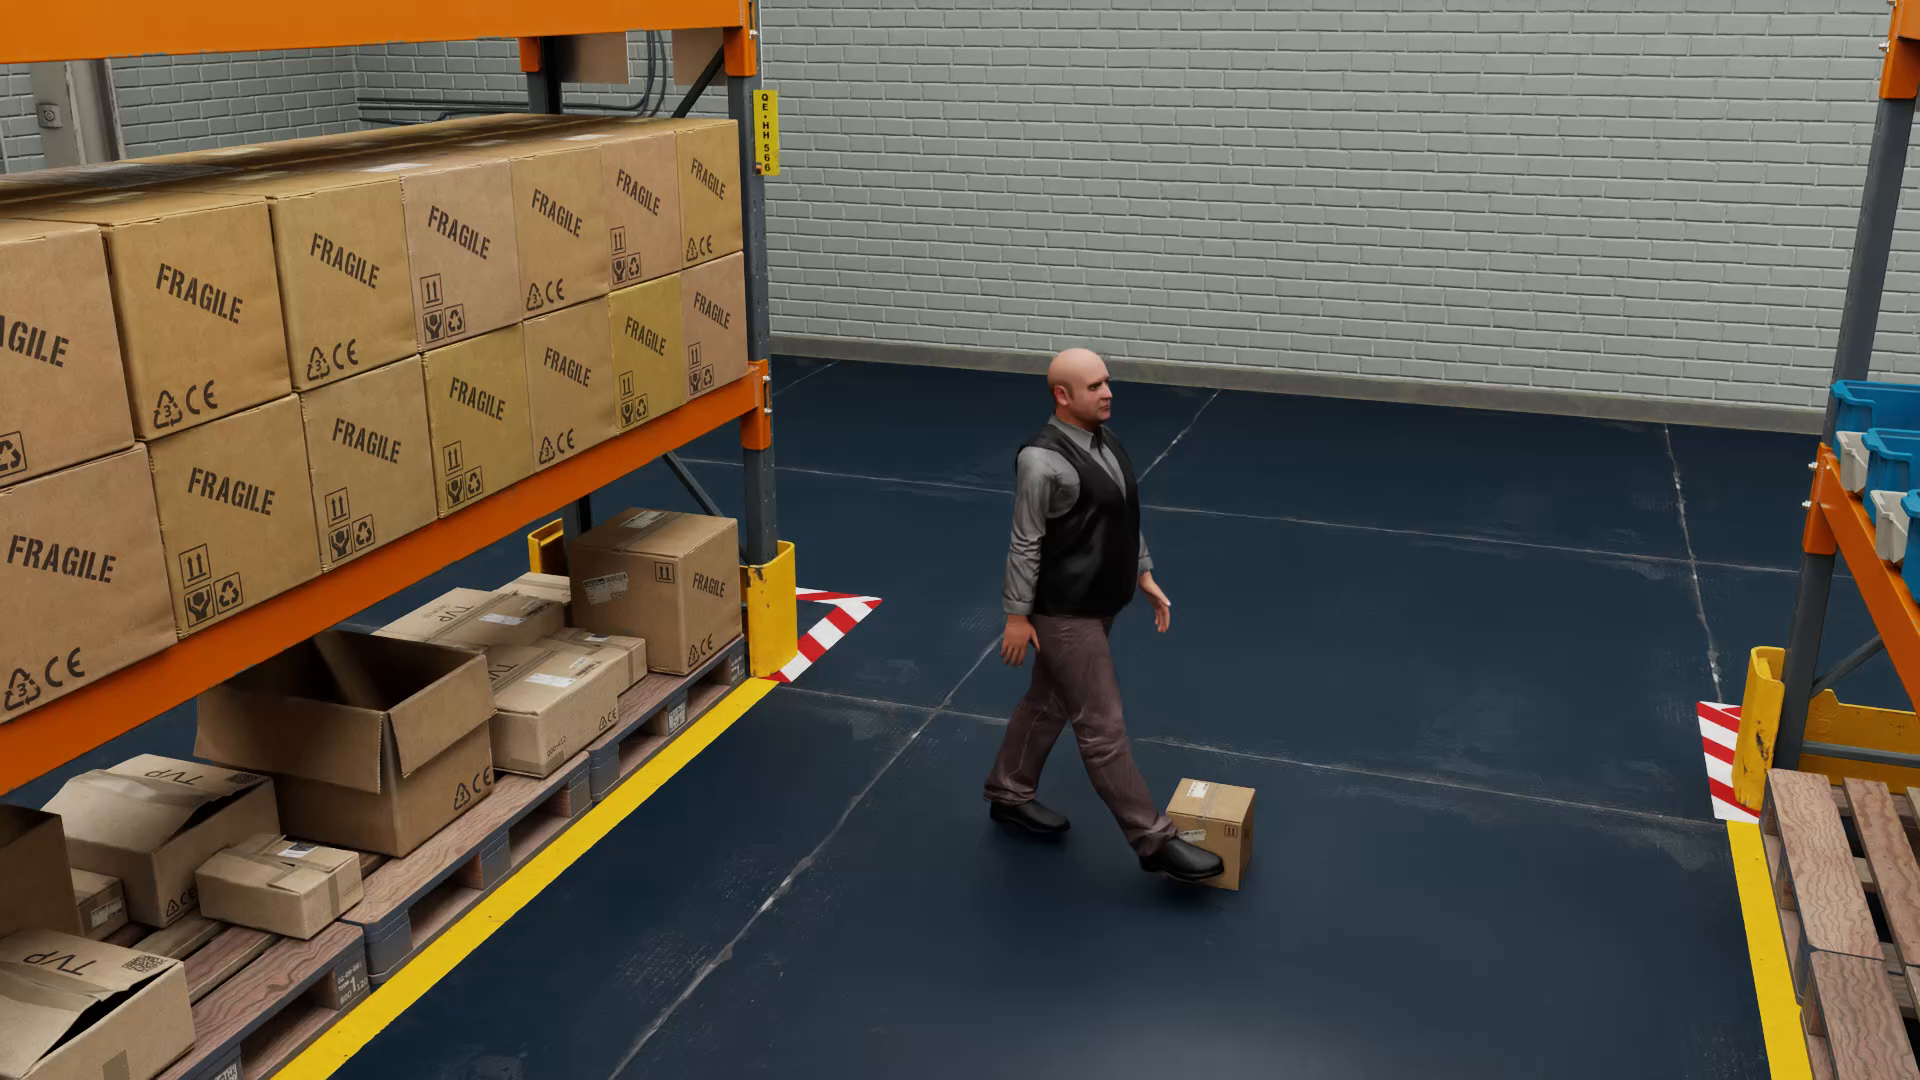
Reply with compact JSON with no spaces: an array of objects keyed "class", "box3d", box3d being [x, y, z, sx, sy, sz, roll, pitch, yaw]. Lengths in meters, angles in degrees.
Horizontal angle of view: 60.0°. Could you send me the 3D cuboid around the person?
[{"class":"person","box3d":[0.500,0.227,5.376,0.921,1.690,0.549,9,20,24]}]
